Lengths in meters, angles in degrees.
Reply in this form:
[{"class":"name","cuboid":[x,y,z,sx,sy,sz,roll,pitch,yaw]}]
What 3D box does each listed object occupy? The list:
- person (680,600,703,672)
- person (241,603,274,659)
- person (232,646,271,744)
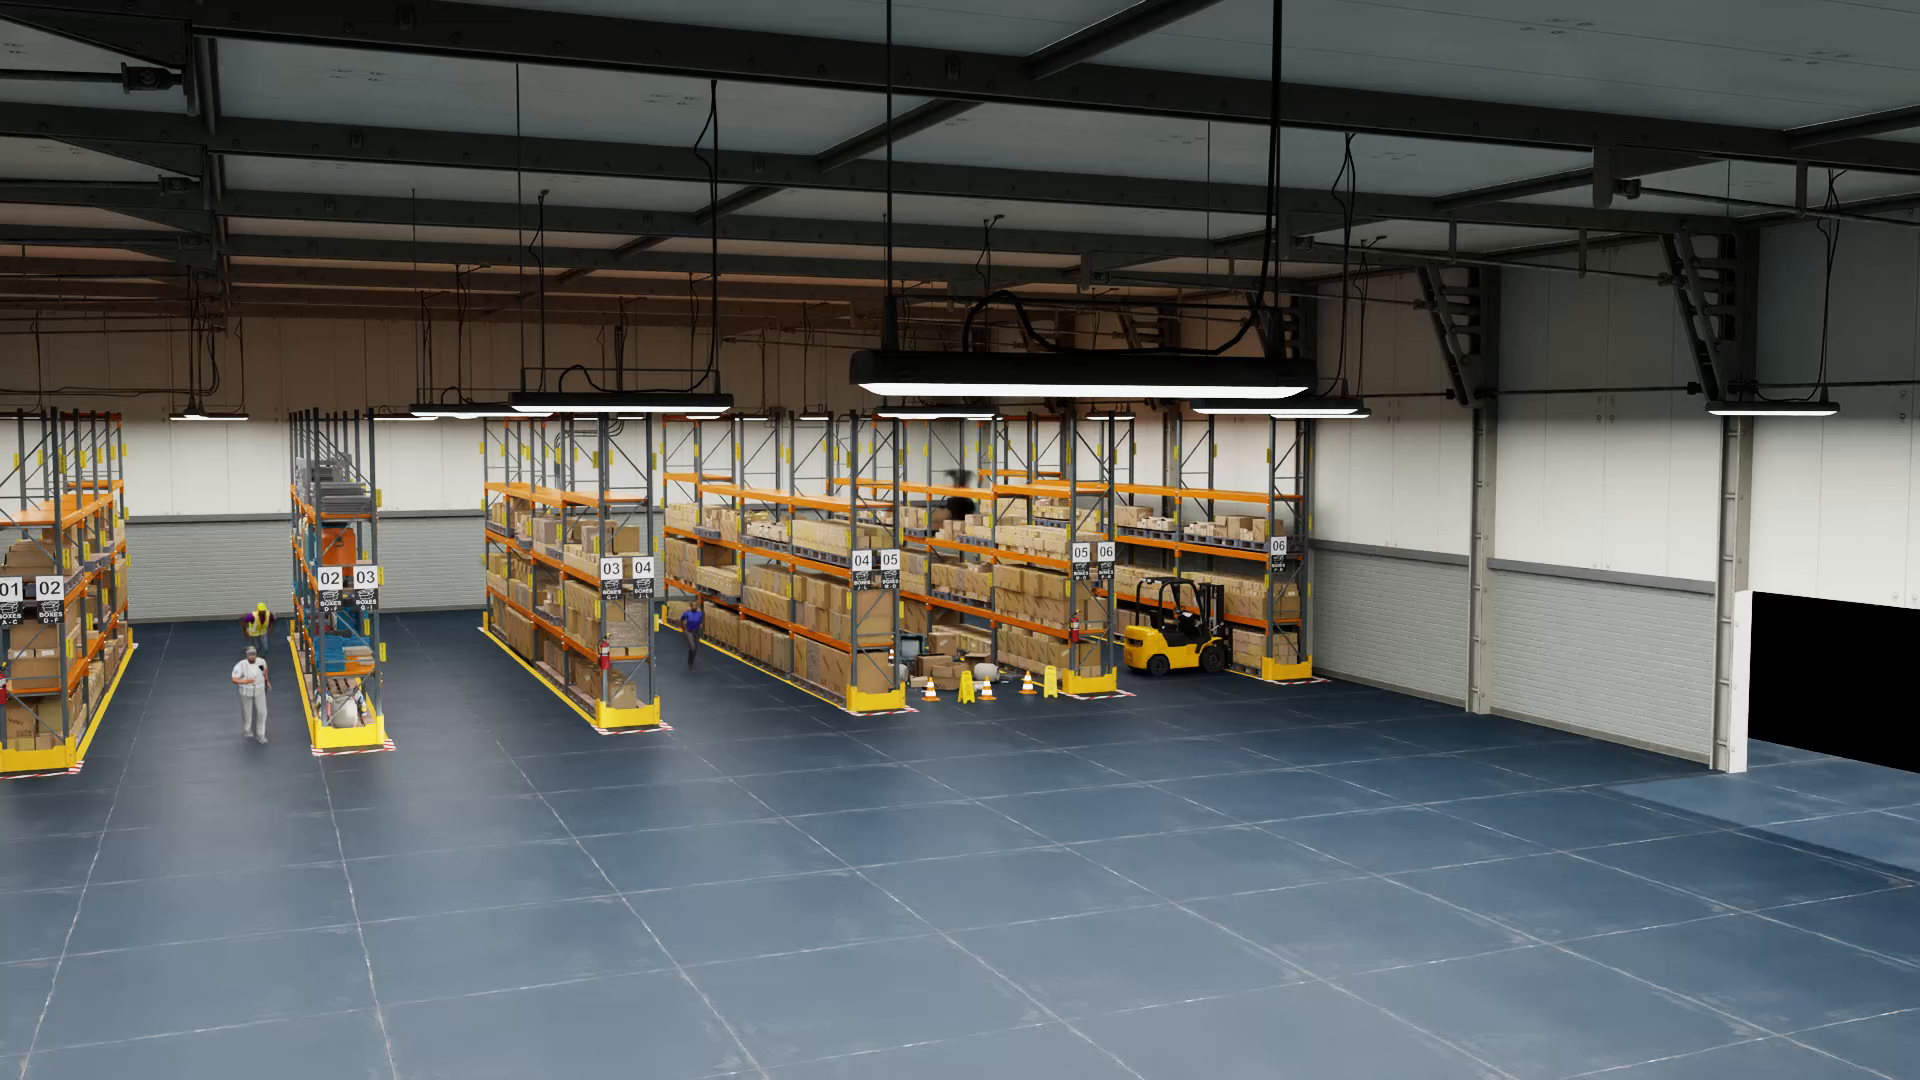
[{"class":"person","cuboid":[-6.185,2.226,38.459,0.491,1.670,0.801,-3,5,-32]},{"class":"person","cuboid":[-16.431,2.227,38.894,0.721,1.561,0.978,-3,5,-37]},{"class":"person","cuboid":[-12.749,2.761,29.927,0.668,1.774,0.991,-2,5,-32]}]
